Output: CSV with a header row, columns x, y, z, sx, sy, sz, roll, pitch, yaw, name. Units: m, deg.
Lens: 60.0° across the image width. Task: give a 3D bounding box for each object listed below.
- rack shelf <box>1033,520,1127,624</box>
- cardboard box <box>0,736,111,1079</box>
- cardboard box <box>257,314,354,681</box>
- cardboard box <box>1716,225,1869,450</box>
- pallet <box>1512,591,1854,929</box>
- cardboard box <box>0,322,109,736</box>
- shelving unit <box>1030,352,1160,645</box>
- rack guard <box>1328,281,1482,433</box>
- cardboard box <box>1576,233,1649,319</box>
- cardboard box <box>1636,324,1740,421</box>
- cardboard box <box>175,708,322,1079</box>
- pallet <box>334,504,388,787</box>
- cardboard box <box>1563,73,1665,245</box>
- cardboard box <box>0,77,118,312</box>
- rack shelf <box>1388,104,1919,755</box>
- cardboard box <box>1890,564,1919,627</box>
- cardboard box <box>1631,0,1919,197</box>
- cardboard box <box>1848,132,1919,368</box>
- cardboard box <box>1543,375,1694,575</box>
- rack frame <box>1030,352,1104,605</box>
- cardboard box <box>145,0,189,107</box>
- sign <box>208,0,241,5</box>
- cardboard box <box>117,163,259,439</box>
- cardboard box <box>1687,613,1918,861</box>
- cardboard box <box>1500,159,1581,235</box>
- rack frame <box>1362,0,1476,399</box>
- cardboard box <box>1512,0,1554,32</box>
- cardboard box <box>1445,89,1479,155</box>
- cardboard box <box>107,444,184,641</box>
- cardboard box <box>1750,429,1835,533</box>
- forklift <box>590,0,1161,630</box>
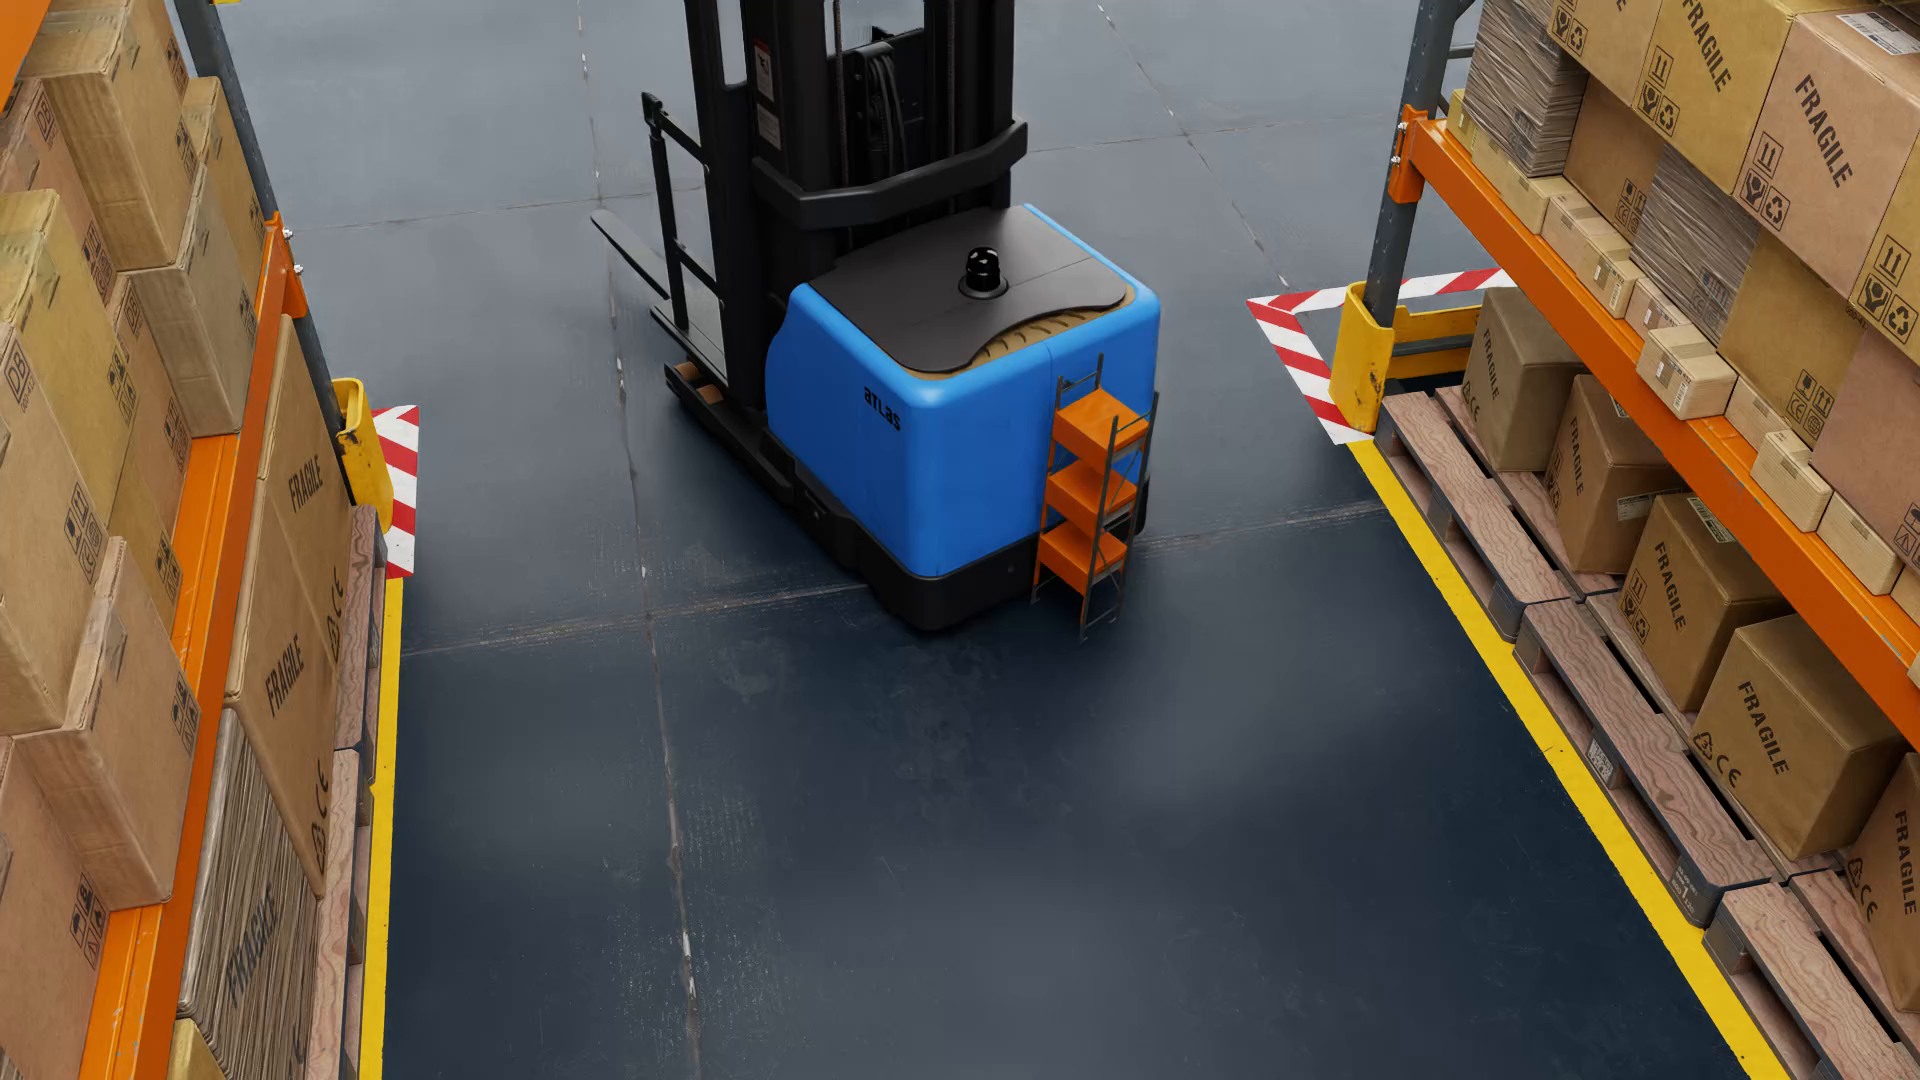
x,y,z,sx,sy,sz,roll,pitch,yaw,name
0.422,0.087,5.781,0.215,0.259,0.240,-31,55,-30,rack shelf
-2.116,0.799,2.978,0.875,0.550,0.550,-8,42,-9,cardboard box
-2.536,-0.080,5.364,0.875,0.875,0.875,-8,42,-9,cardboard box
2.597,-0.618,4.387,0.875,0.500,0.500,-8,42,-9,cardboard box
2.535,0.620,5.392,1.003,0.211,1.213,-8,42,-9,pallet
-2.144,0.032,3.028,0.875,0.550,0.550,-8,42,-9,cardboard box
0.438,-0.117,5.577,0.215,1.050,0.252,-31,55,-30,shelving unit
2.134,-0.809,6.784,1.175,0.500,0.348,-8,42,-9,rack guard
2.142,-0.829,5.113,0.380,0.149,0.250,-8,42,-9,cardboard box
2.176,-0.494,4.736,0.380,0.149,0.250,-8,42,-9,cardboard box
-2.149,1.082,4.056,0.875,0.875,0.875,-8,42,-9,cardboard box
-2.498,0.403,5.638,1.003,0.211,1.213,-8,42,-9,pallet
2.435,-1.274,5.126,0.875,0.500,0.500,-8,42,-9,cardboard box
-2.508,-0.635,3.780,0.875,0.550,0.550,-8,42,-9,cardboard box
2.549,-0.227,4.788,1.077,0.370,4.000,-8,42,-9,rack shelf
2.520,0.136,4.027,0.380,0.149,0.250,-8,42,-9,cardboard box
2.181,-1.271,4.369,0.500,0.500,0.500,-8,42,-9,cardboard box
2.399,-0.623,3.639,0.500,0.500,0.500,-8,42,-9,cardboard box
2.399,-0.225,5.811,0.500,0.500,0.500,2,42,2,cardboard box
0.357,-0.184,5.639,0.200,1.050,0.008,-31,55,-30,rack frame
-2.705,-1.361,4.598,0.875,0.550,0.550,-8,42,-9,cardboard box
-2.214,-1.738,4.897,0.100,0.325,0.005,-8,42,-9,sign
-2.483,-0.616,4.572,0.875,0.550,0.550,-8,42,-9,cardboard box
2.592,0.552,4.936,0.500,0.500,0.500,-12,43,-13,cardboard box
2.021,-1.151,5.476,0.380,0.149,0.250,-8,42,-9,cardboard box
2.118,-1.793,6.010,1.000,3.000,0.127,-8,42,-9,rack frame
1.970,-1.920,5.100,0.500,0.500,0.500,-8,42,-9,cardboard box
1.946,-1.480,5.847,0.380,0.149,0.250,-8,42,-9,cardboard box
-2.330,0.103,3.762,0.875,0.550,0.500,-8,42,-9,cardboard box
2.338,-0.177,4.380,0.380,0.149,0.250,-8,42,-9,cardboard box
-0.557,-1.725,5.986,1.130,2.935,3.031,-25,47,-25,forklift
